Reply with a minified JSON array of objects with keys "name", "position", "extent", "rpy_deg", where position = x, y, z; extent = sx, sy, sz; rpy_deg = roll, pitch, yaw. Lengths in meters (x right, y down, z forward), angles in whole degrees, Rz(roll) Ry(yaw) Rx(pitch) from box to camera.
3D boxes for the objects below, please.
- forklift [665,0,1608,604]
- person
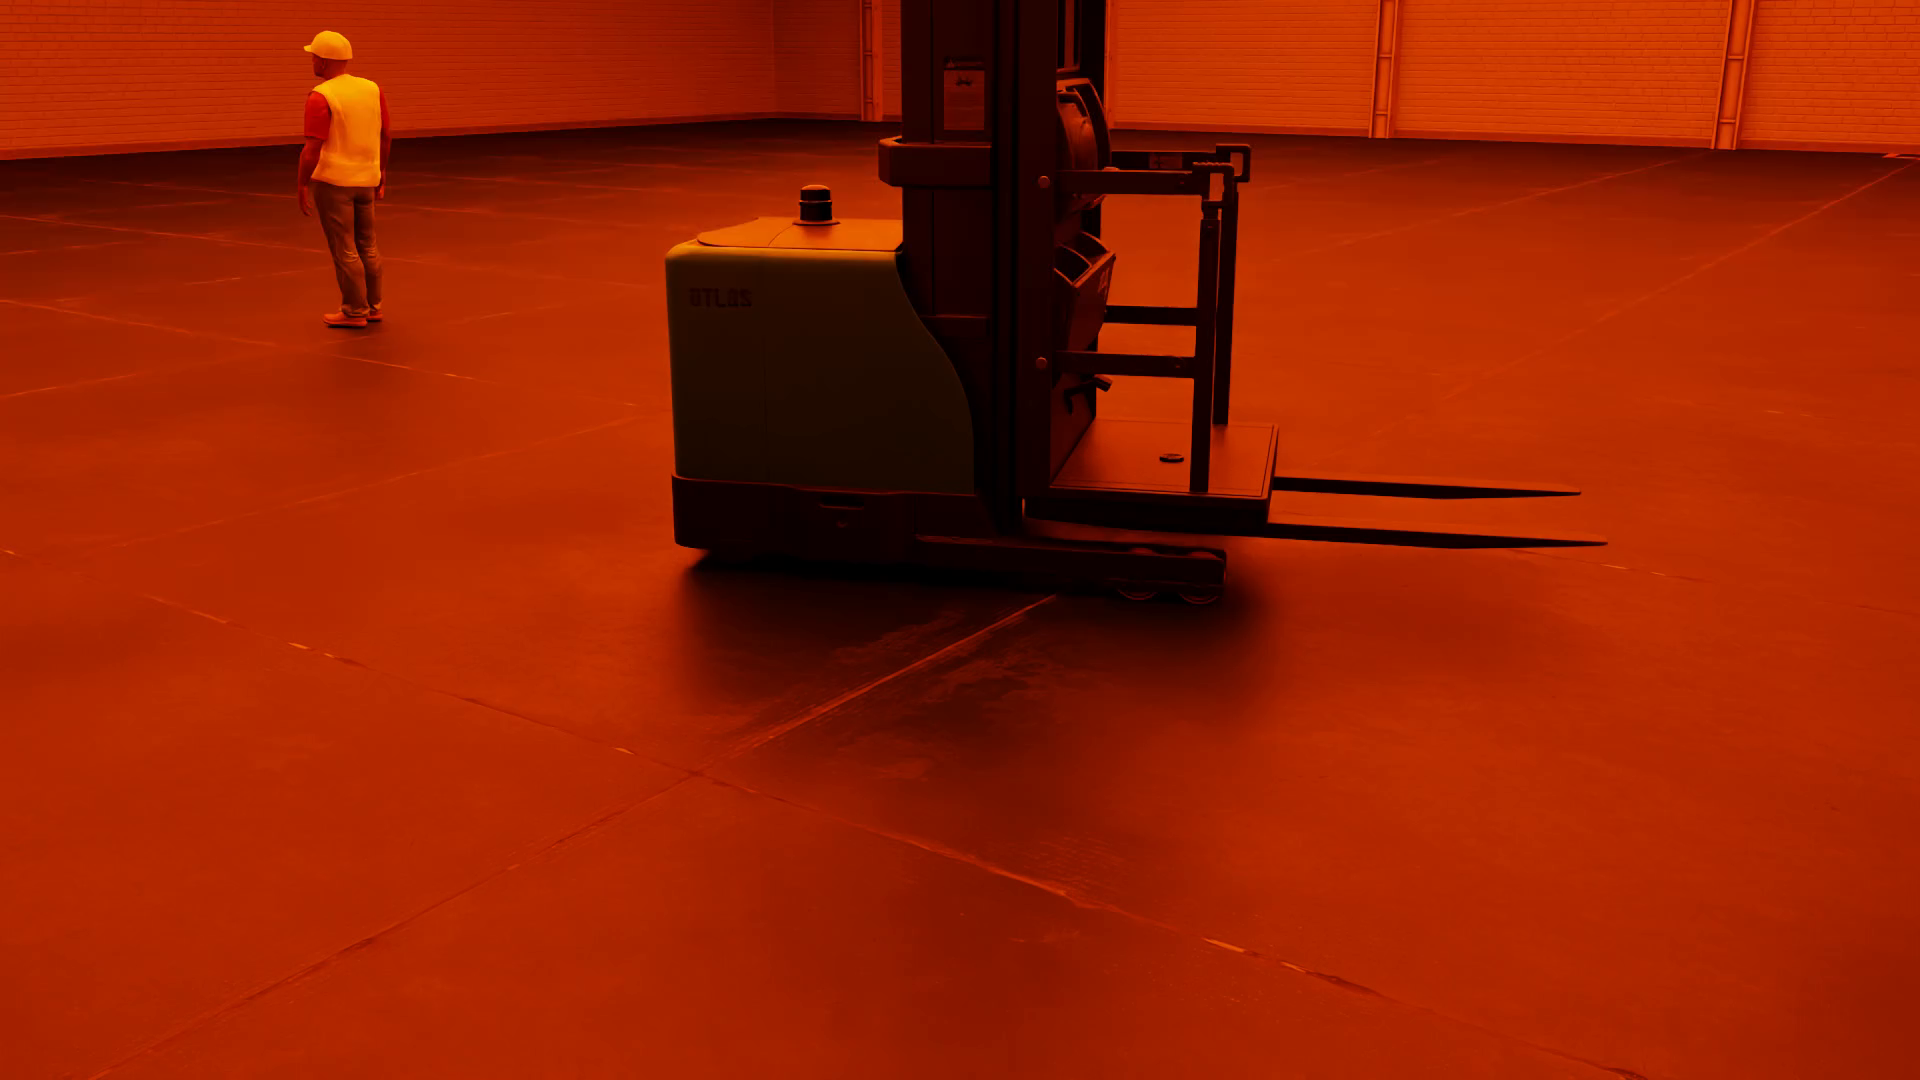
[{"name":"forklift","position":[0.595,-1.367,5.404],"extent":[3.031,2.935,1.130],"rpy_deg":[4,17,12]},{"name":"person","position":[-3.818,-2.197,10.188],"extent":[0.577,1.765,0.665],"rpy_deg":[9,19,27]}]
